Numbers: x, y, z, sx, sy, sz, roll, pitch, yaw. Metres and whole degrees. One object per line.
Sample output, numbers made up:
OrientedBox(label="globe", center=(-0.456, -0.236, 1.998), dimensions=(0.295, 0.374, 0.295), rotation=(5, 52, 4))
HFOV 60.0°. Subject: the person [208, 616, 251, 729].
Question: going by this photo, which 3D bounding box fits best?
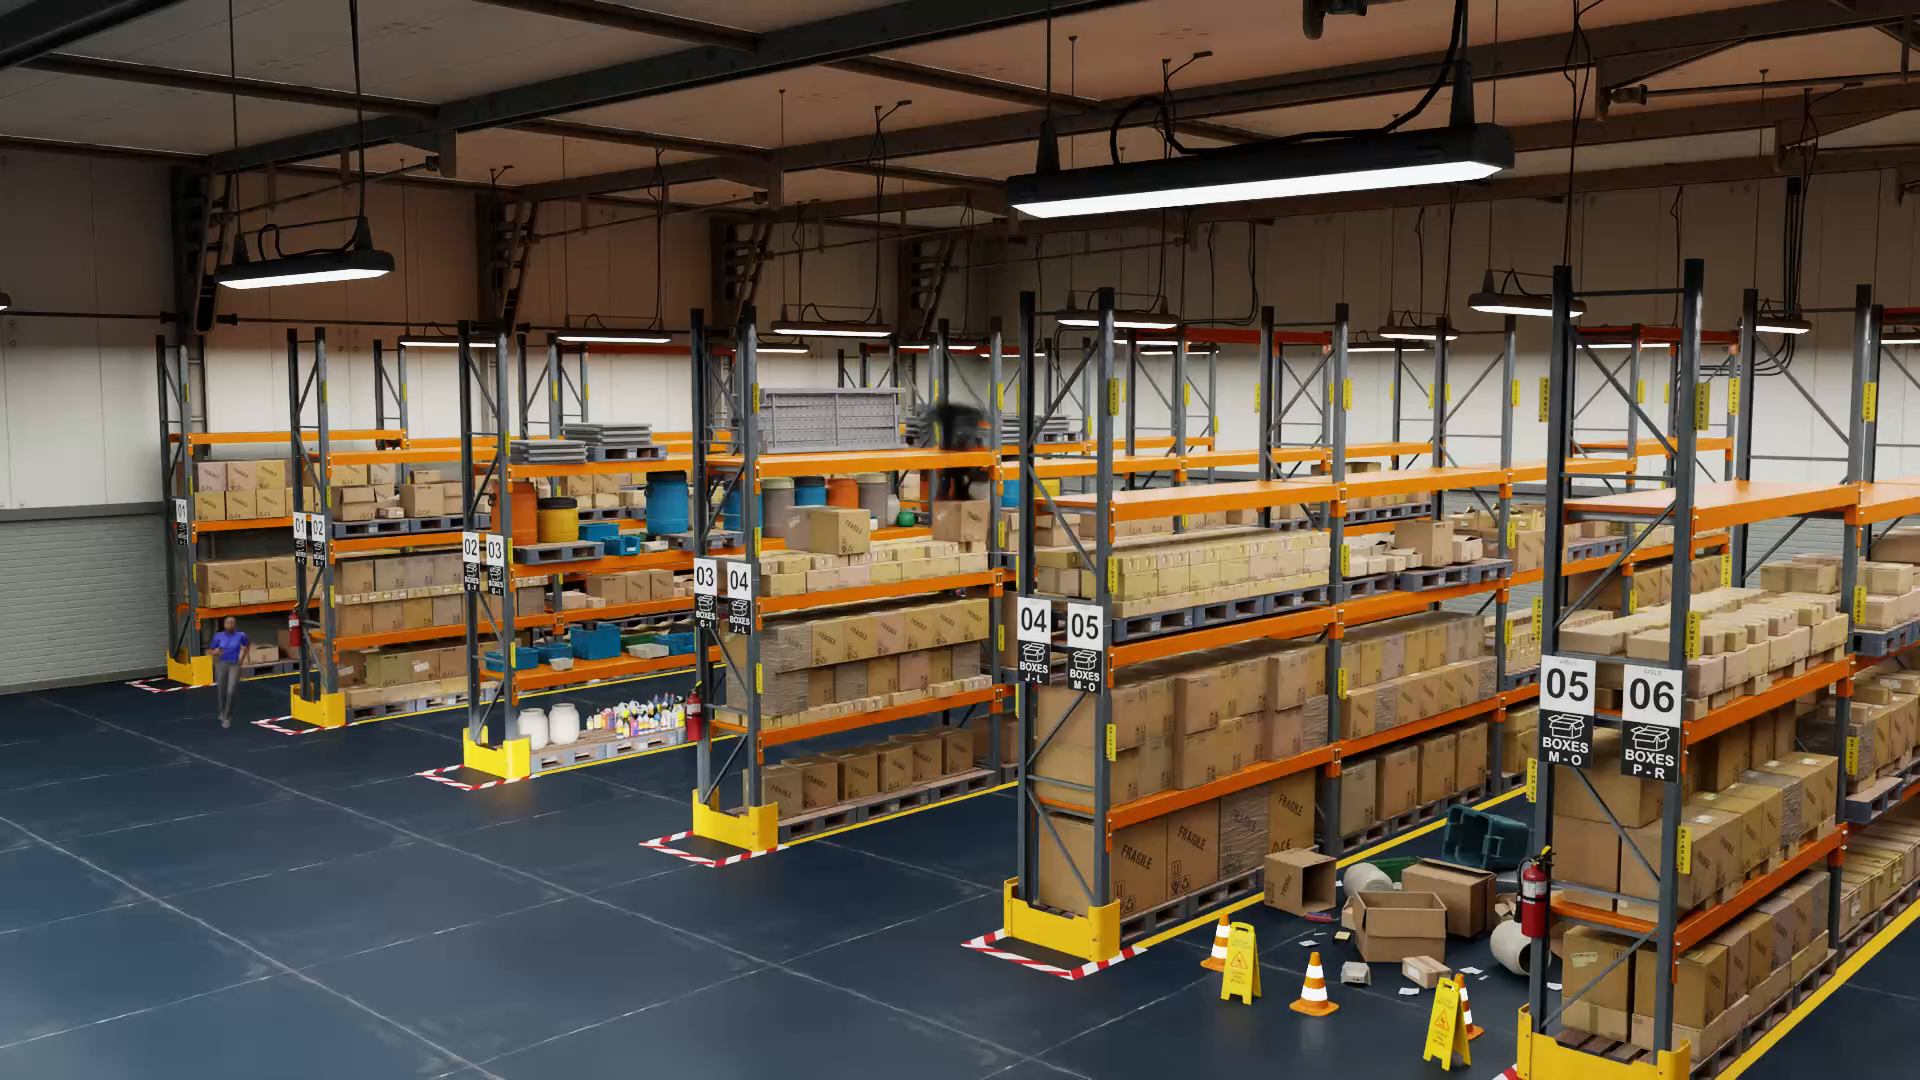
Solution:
OrientedBox(label="person", center=(-11.059, 1.994, 25.184), dimensions=(0.560, 1.715, 0.739), rotation=(-1, 6, -13))
